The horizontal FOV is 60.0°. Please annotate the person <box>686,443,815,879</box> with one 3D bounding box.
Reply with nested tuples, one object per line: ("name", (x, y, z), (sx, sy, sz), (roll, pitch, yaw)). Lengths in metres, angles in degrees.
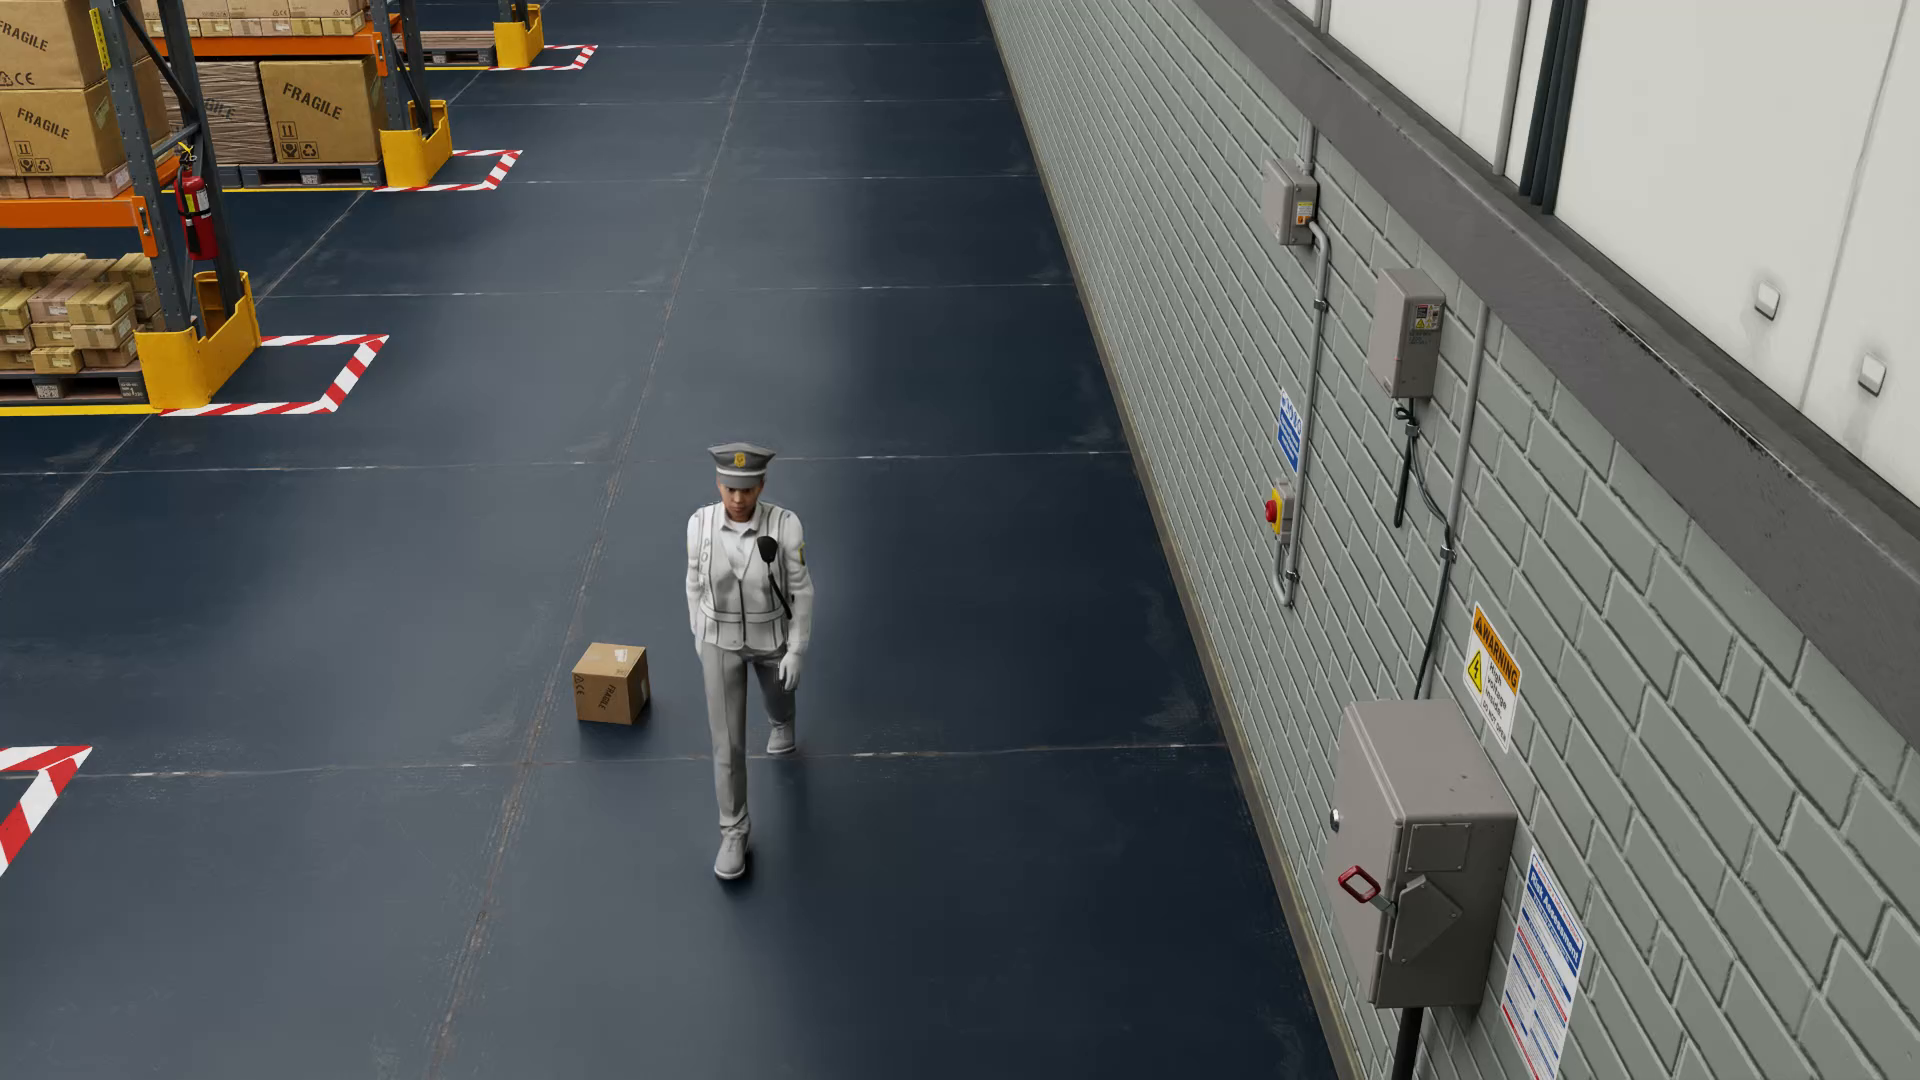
("person", (-0.788, 0.345, 6.321), (0.483, 1.638, 0.977), (-2, 28, -4))
